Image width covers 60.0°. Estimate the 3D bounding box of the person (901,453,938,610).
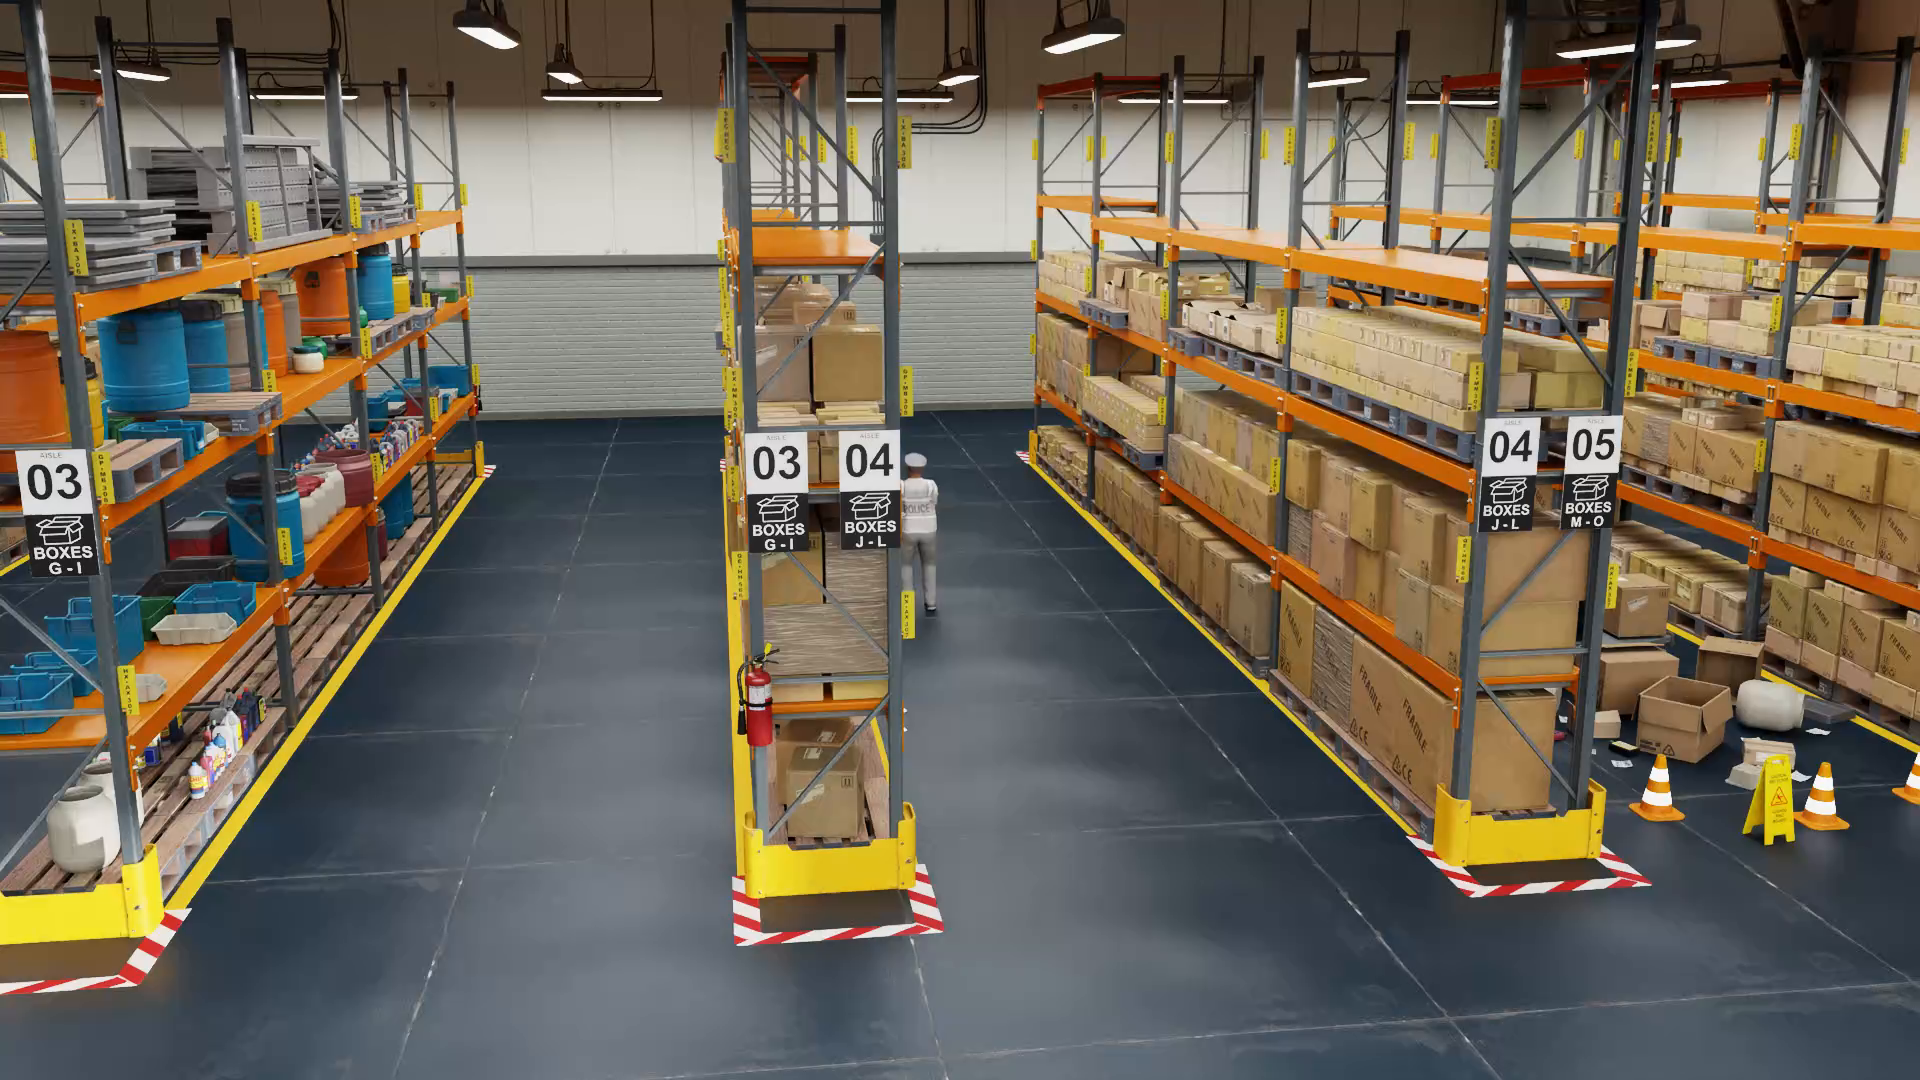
[{"bbox_3d":[-0.501,-0.108,18.404,0.494,1.762,0.566,-2,13,-8],"label":"person"}]
